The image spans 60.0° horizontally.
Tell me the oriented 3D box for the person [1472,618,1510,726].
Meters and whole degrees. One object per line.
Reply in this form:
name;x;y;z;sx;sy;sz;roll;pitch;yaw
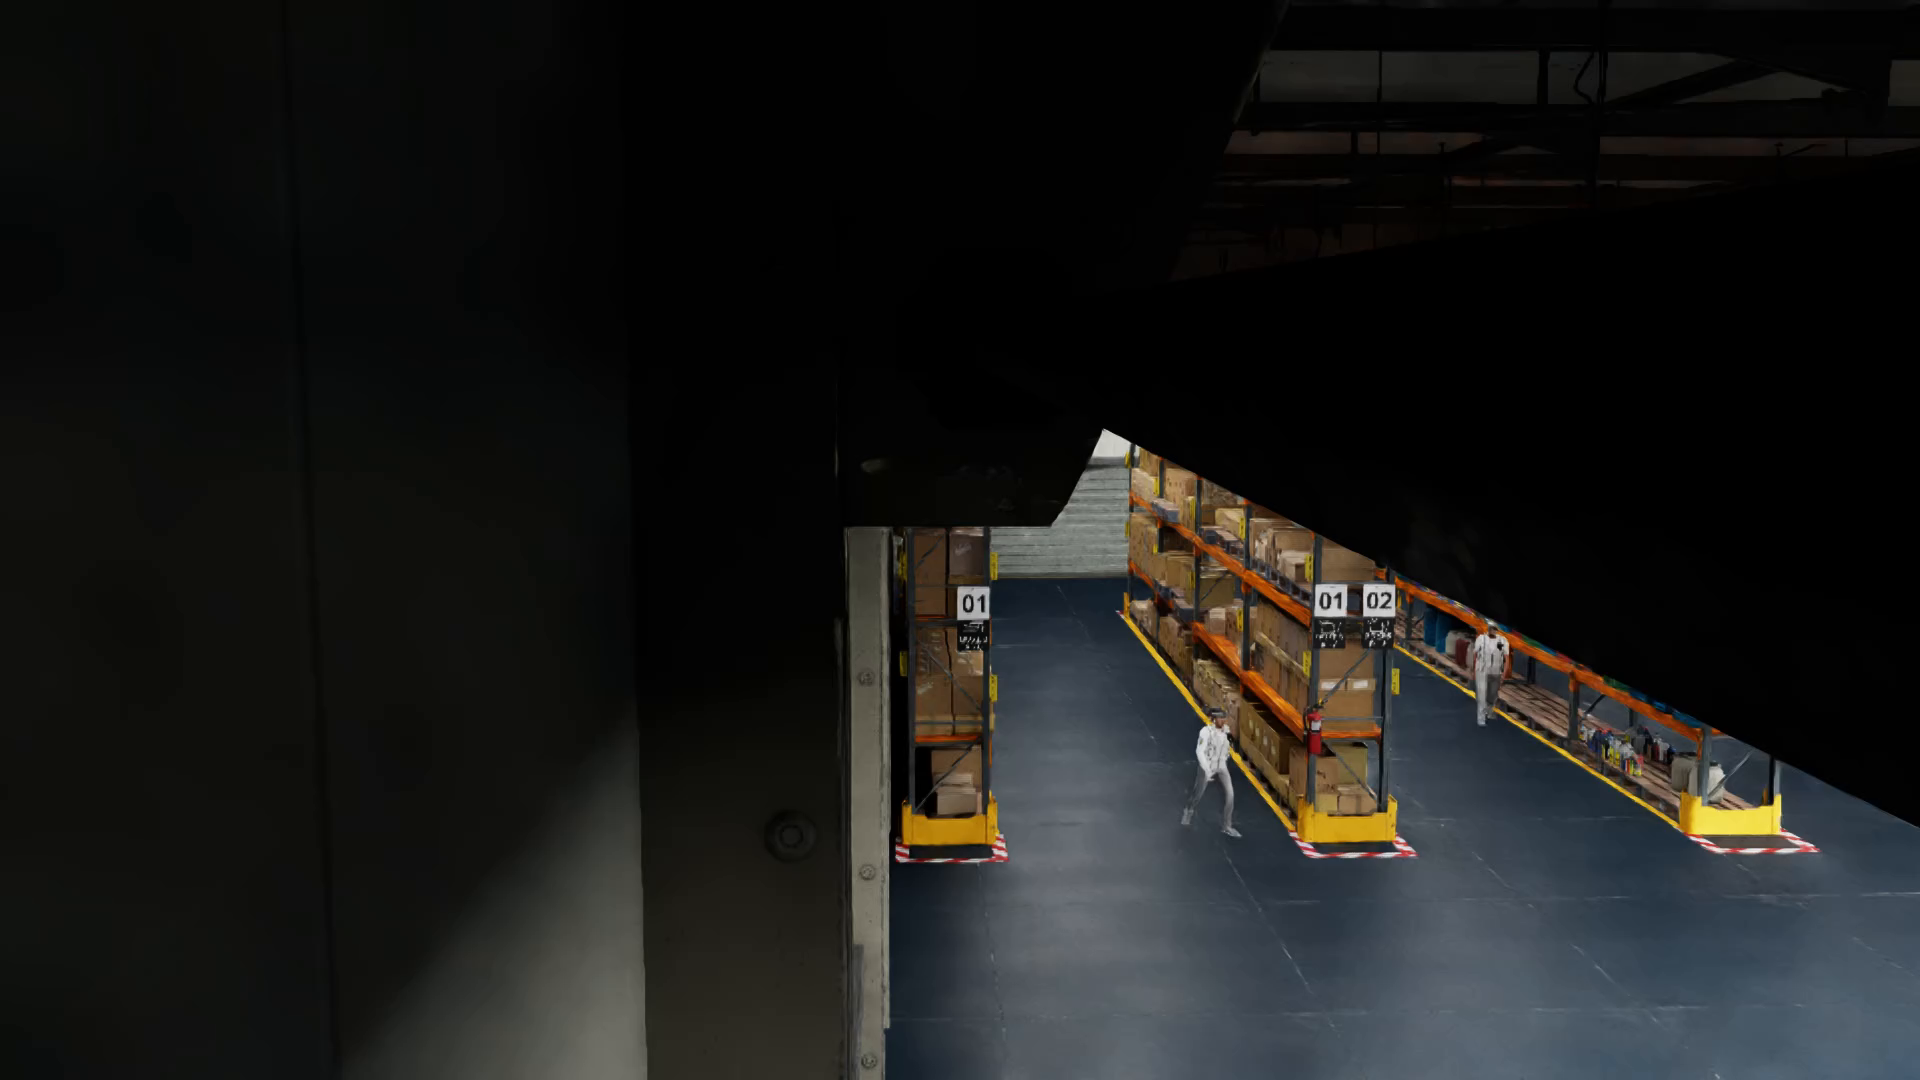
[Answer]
person;8.474;2.075;26.536;0.534;1.705;1.041;1;7;7

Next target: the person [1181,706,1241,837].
person;3.150;2.843;20.878;0.559;1.638;0.847;-3;8;-21
